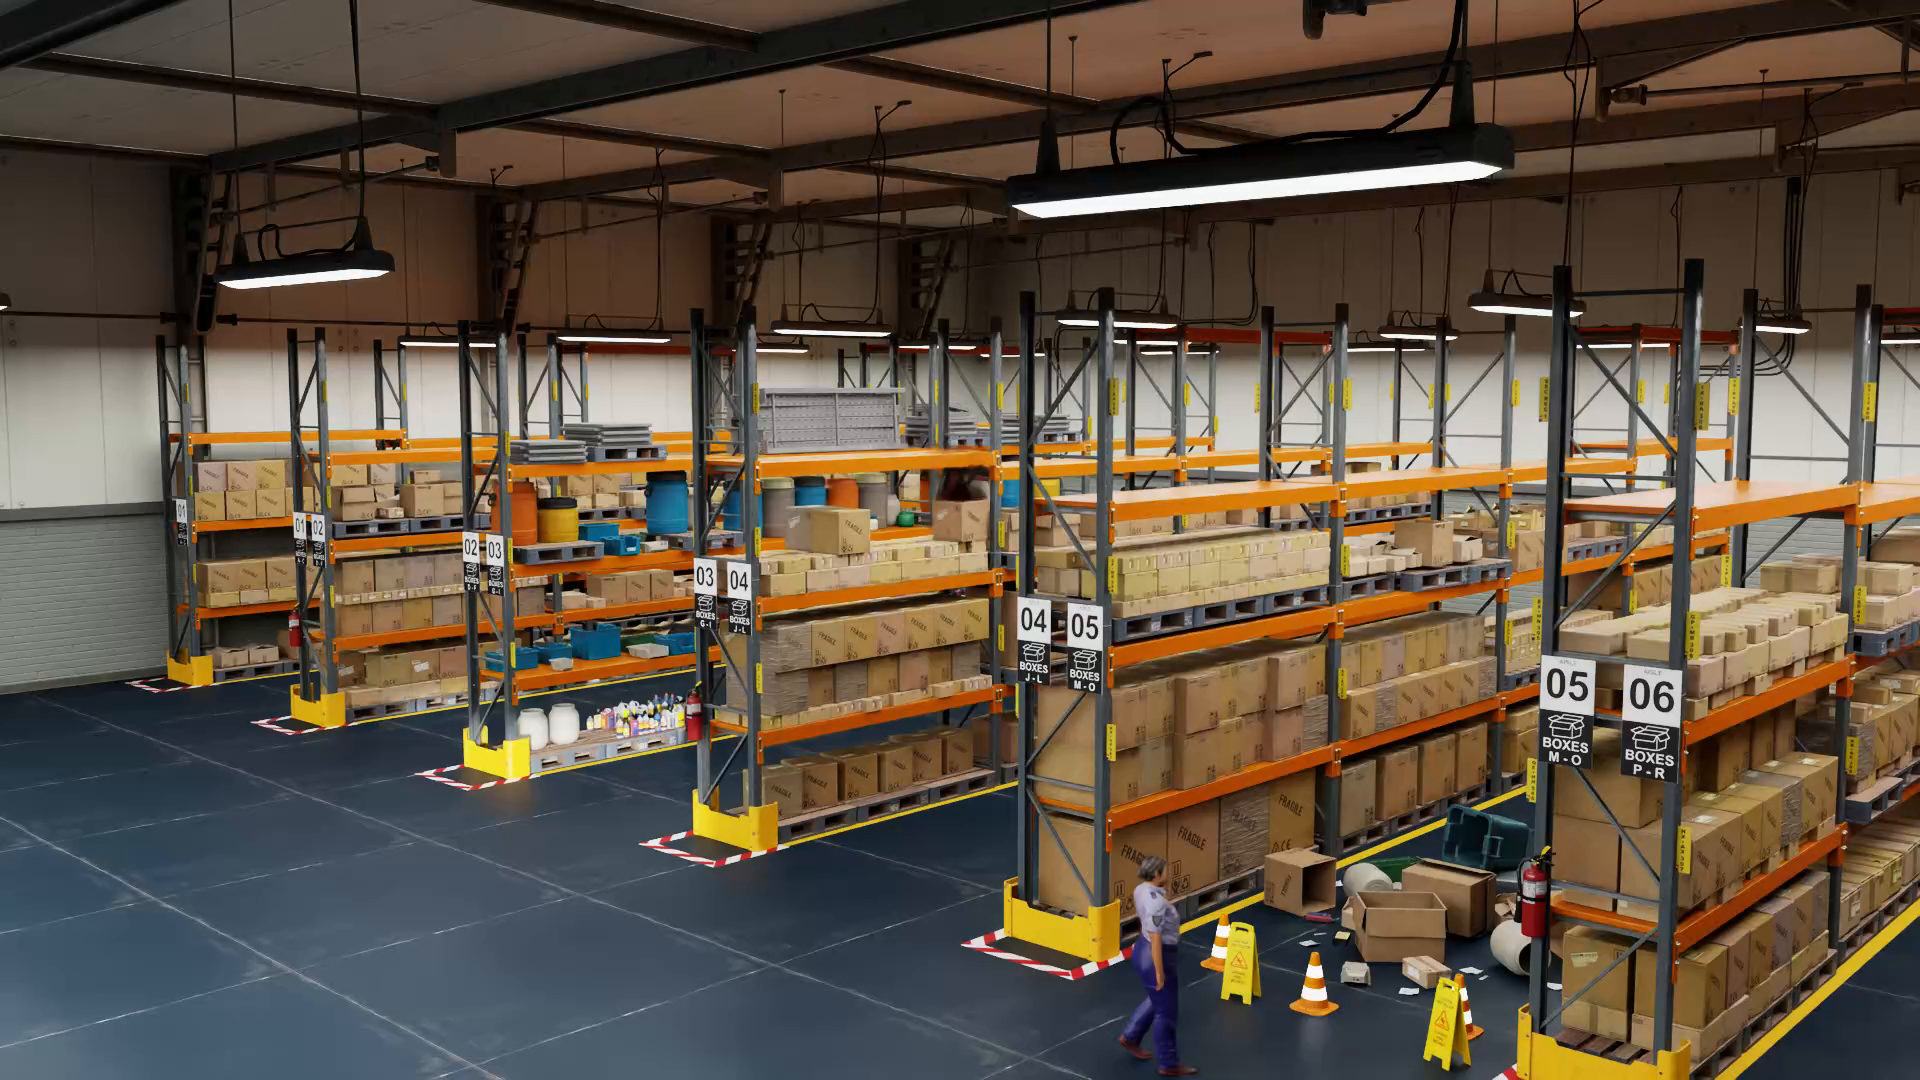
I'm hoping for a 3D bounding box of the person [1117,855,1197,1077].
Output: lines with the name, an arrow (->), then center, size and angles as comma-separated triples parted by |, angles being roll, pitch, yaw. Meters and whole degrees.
person -> 1.514, 3.192, 12.537 | 0.510, 1.651, 0.519 | -1, 5, -7
